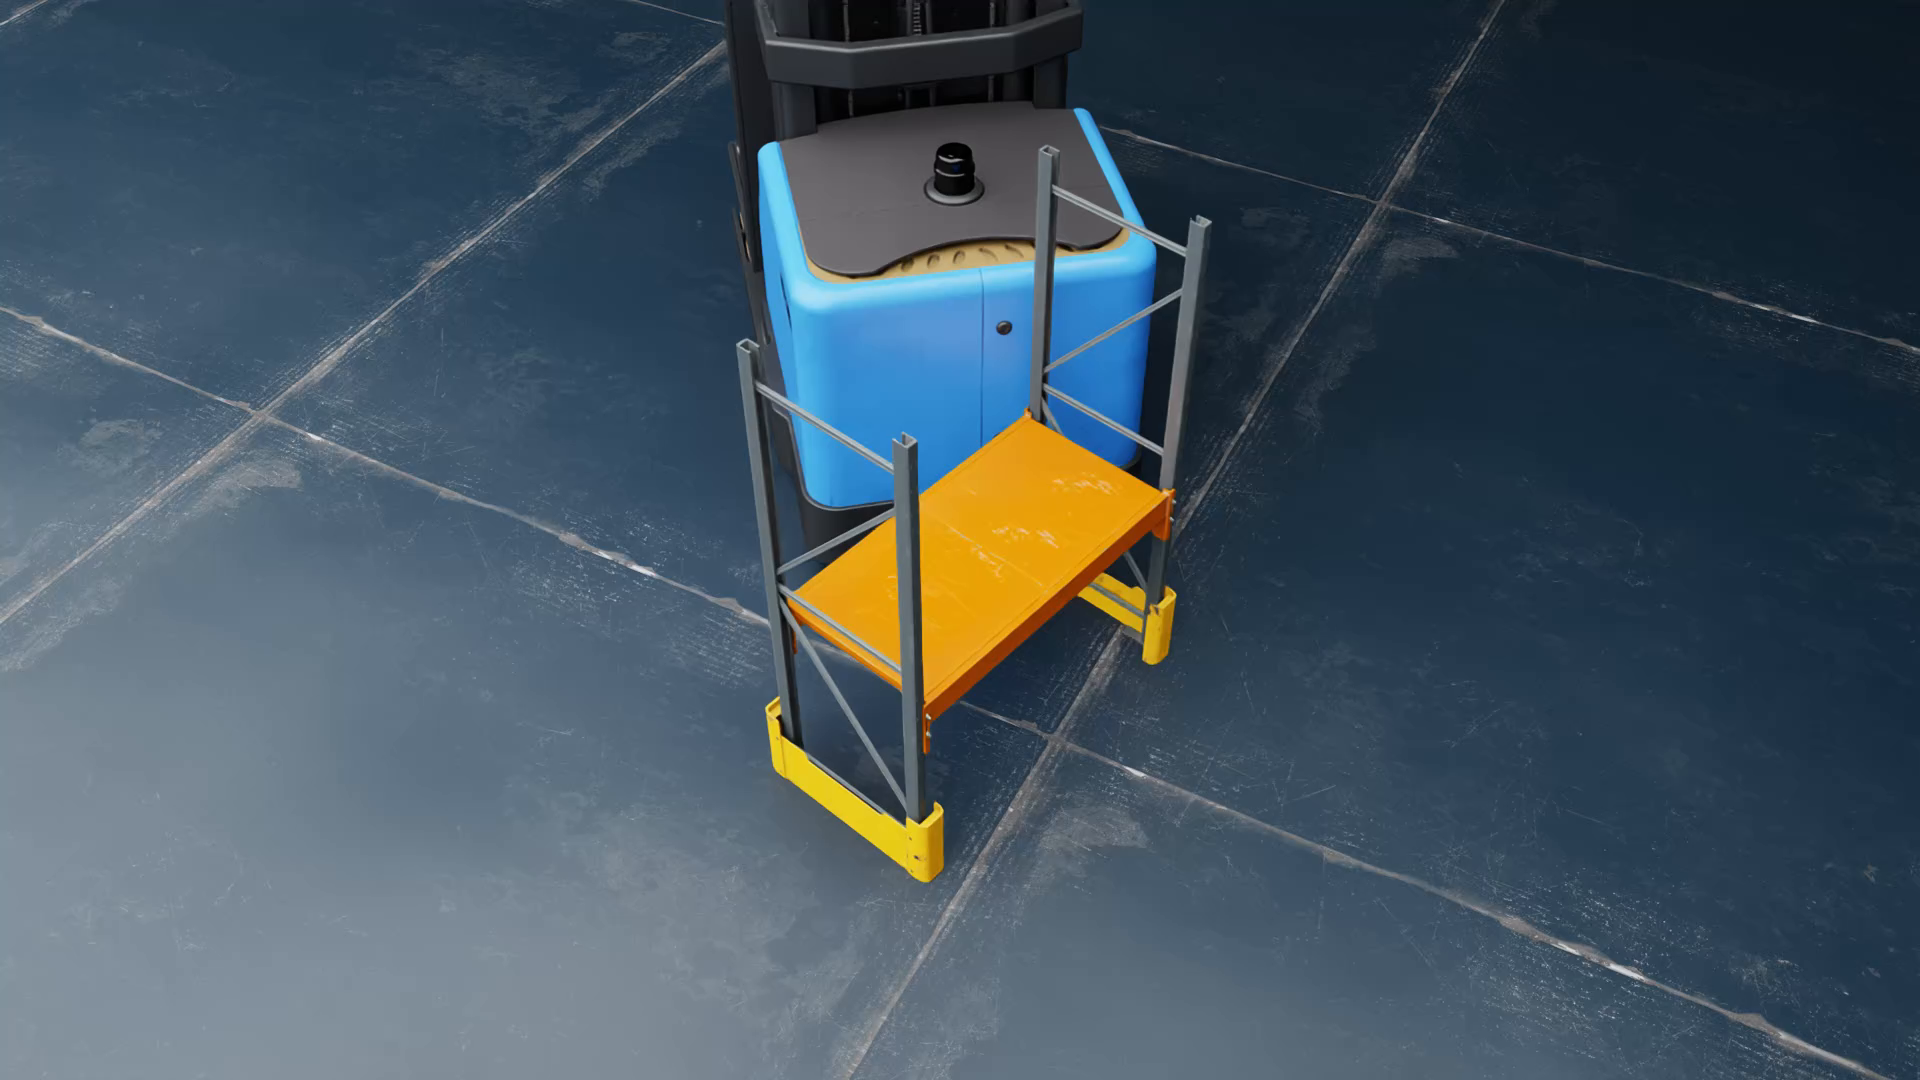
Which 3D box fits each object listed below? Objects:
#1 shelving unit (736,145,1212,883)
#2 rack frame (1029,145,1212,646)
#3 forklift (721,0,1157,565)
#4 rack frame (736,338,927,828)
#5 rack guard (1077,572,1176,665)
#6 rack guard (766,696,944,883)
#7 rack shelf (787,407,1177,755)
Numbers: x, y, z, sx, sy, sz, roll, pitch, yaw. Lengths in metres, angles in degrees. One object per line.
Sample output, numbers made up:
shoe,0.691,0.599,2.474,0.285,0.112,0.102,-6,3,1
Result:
shelving unit,0.049,-0.048,4.243,0.587,1.500,1.083,32,53,28
rack frame,0.391,-0.324,4.515,0.500,1.500,0.032,32,53,28
forklift,-0.243,-2.015,5.181,1.130,2.935,3.031,-8,46,-8
rack frame,-0.282,0.219,3.980,0.500,1.500,0.032,32,53,28
rack guard,0.378,0.126,4.950,0.587,0.250,0.087,32,53,28
rack guard,-0.281,0.657,4.425,0.587,0.250,0.087,32,53,28
rack shelf,0.055,0.074,4.375,0.538,0.185,1.000,32,53,28
